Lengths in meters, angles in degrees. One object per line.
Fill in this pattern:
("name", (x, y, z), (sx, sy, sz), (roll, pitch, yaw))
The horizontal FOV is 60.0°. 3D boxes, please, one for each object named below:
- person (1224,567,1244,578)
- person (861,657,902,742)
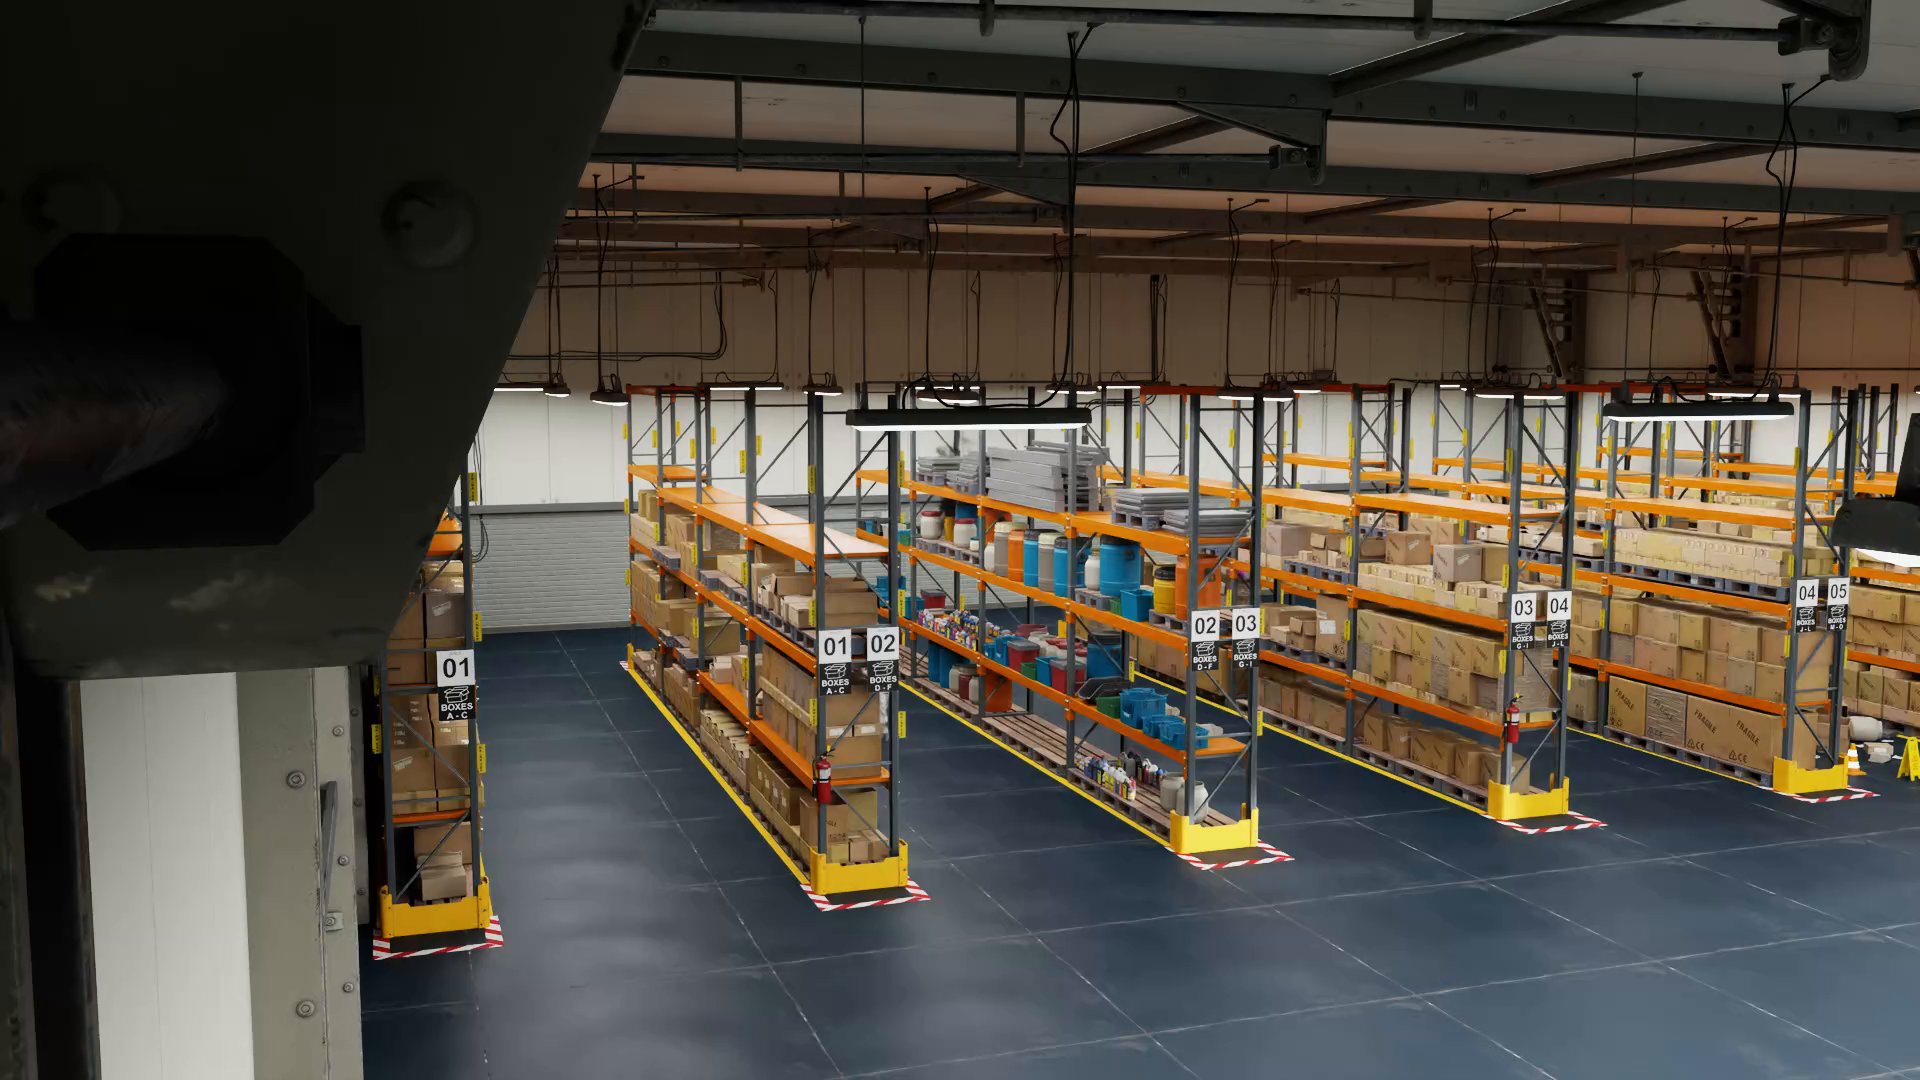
("person", (6.704, 1.243, 41.001), (0.799, 1.733, 0.756), (-3, 7, -27))
("person", (-1.297, 2.426, 28.054), (0.659, 1.784, 0.980), (-3, 7, -27))
